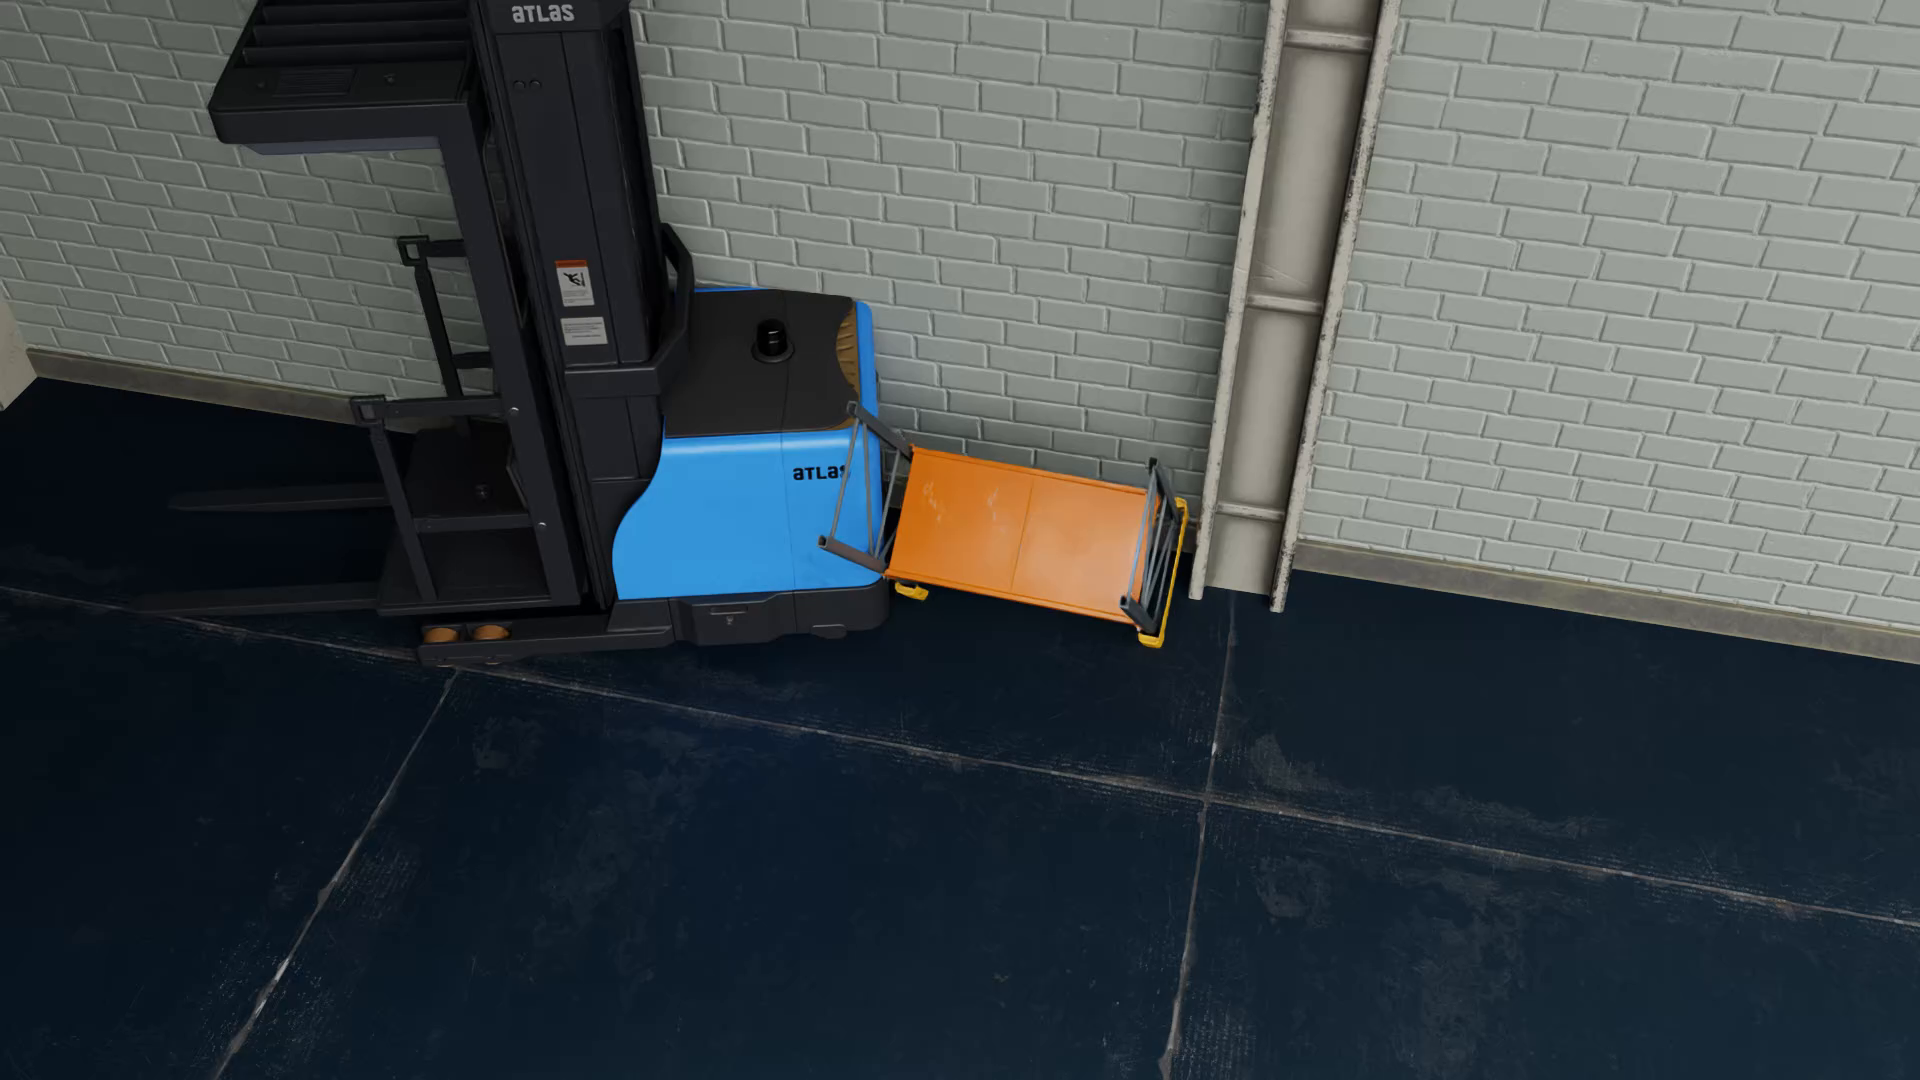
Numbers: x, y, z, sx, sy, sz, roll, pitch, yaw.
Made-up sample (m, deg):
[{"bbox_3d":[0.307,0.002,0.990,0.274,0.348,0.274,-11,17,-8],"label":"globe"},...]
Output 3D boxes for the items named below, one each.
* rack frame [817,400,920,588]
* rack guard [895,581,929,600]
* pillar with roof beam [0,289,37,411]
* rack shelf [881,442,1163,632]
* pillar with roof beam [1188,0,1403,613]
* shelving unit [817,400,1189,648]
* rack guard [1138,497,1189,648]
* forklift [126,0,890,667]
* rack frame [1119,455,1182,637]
[{"bbox_3d":[-0.273,-0.131,6.244,0.032,1.500,0.500,11,85,11],"label":"rack frame"},{"bbox_3d":[-0.142,-0.054,6.850,0.087,0.250,0.587,11,85,11],"label":"rack guard"},{"bbox_3d":[-5.616,-1.069,1.832,0.400,9.000,9.100,9,45,9],"label":"pillar with roof beam"},{"bbox_3d":[0.248,-0.014,6.318,1.000,0.185,0.538,11,85,11],"label":"rack shelf"},{"bbox_3d":[0.239,-0.161,0.888,0.400,9.000,9.100,9,45,9],"label":"pillar with roof beam"},{"bbox_3d":[0.225,-0.034,6.140,1.083,1.500,0.587,11,85,11],"label":"shelving unit"},{"bbox_3d":[0.816,0.133,6.652,0.087,0.250,0.587,11,85,11],"label":"rack guard"},{"bbox_3d":[-1.829,-0.928,6.060,3.031,2.935,1.130,-3,44,-3],"label":"forklift"},{"bbox_3d":[0.705,0.060,6.041,0.032,1.500,0.500,11,85,11],"label":"rack frame"}]
